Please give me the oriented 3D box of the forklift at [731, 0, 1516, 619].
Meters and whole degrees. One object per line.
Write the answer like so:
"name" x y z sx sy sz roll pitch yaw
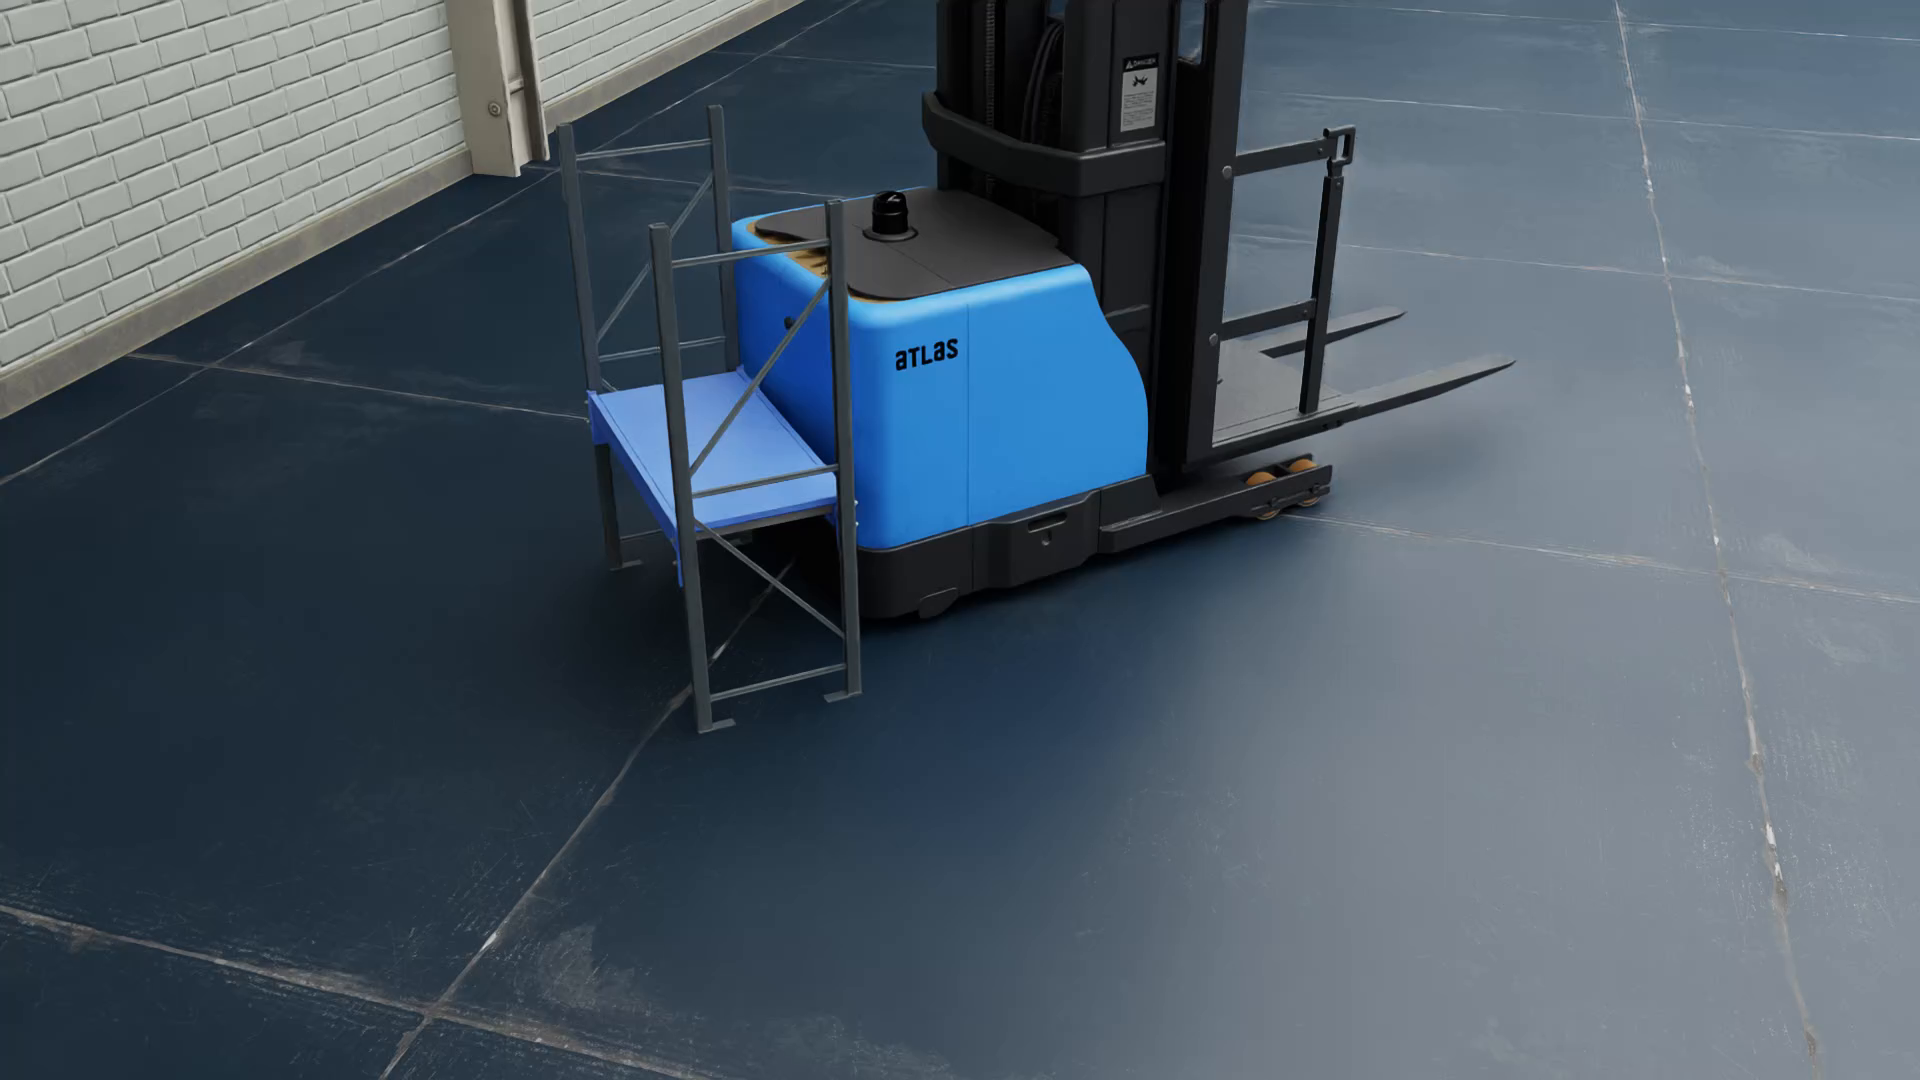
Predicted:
"forklift" 0.736 -1.554 5.529 3.031 2.935 1.130 -17 33 -27

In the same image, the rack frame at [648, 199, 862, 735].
"rack frame" -0.525 -0.155 4.485 0.500 1.500 0.032 -13 31 -21

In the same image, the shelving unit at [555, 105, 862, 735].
"shelving unit" -0.736 -0.380 4.890 0.538 1.500 1.048 -13 31 -21

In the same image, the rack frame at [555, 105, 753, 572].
"rack frame" -0.947 -0.604 5.294 0.500 1.500 0.032 -13 31 -21

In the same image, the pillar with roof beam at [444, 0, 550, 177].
"pillar with roof beam" 1.501 -5.496 6.373 9.100 9.000 0.400 8 30 15

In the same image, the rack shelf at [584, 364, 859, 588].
"rack shelf" -0.736 -0.222 4.977 0.538 0.185 1.000 -13 31 -21
